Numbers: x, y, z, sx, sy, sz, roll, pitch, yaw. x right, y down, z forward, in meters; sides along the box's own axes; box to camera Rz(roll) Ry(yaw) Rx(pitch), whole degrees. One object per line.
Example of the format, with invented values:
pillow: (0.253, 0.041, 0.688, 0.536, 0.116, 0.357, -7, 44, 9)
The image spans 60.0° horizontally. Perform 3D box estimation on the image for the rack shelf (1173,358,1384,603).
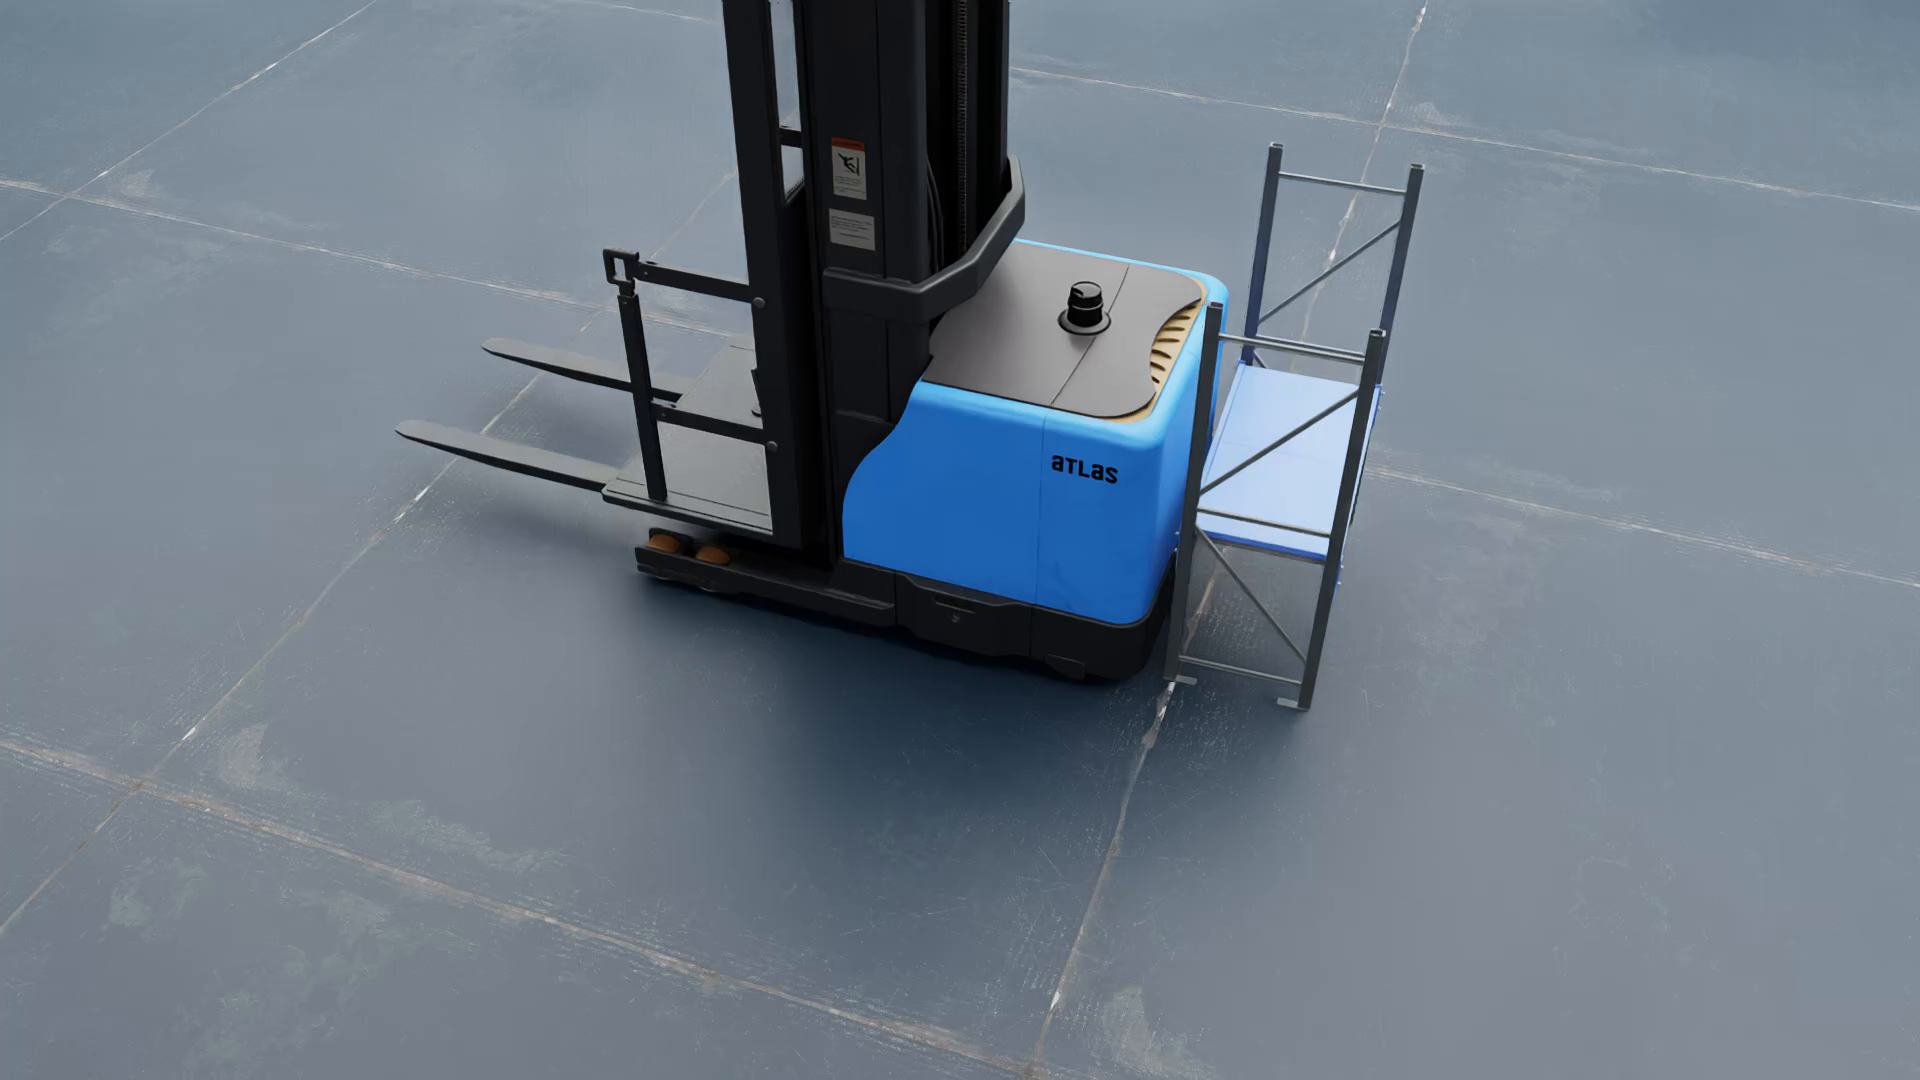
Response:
rack shelf: (1.097, -0.229, 5.639, 0.538, 0.185, 1.000, 12, 42, 14)

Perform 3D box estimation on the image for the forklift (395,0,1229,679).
forklift: (-0.645, -1.232, 5.436, 3.031, 2.935, 1.130, 13, 42, 15)

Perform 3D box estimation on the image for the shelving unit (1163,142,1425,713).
shelving unit: (1.097, -0.366, 5.522, 0.538, 1.500, 1.048, 12, 42, 14)

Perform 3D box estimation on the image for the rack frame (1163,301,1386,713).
rack frame: (0.940, -0.052, 5.154, 0.500, 1.500, 0.032, 12, 42, 14)

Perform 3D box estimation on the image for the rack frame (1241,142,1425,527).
rack frame: (1.254, -0.679, 5.890, 0.500, 1.500, 0.032, 12, 42, 14)
